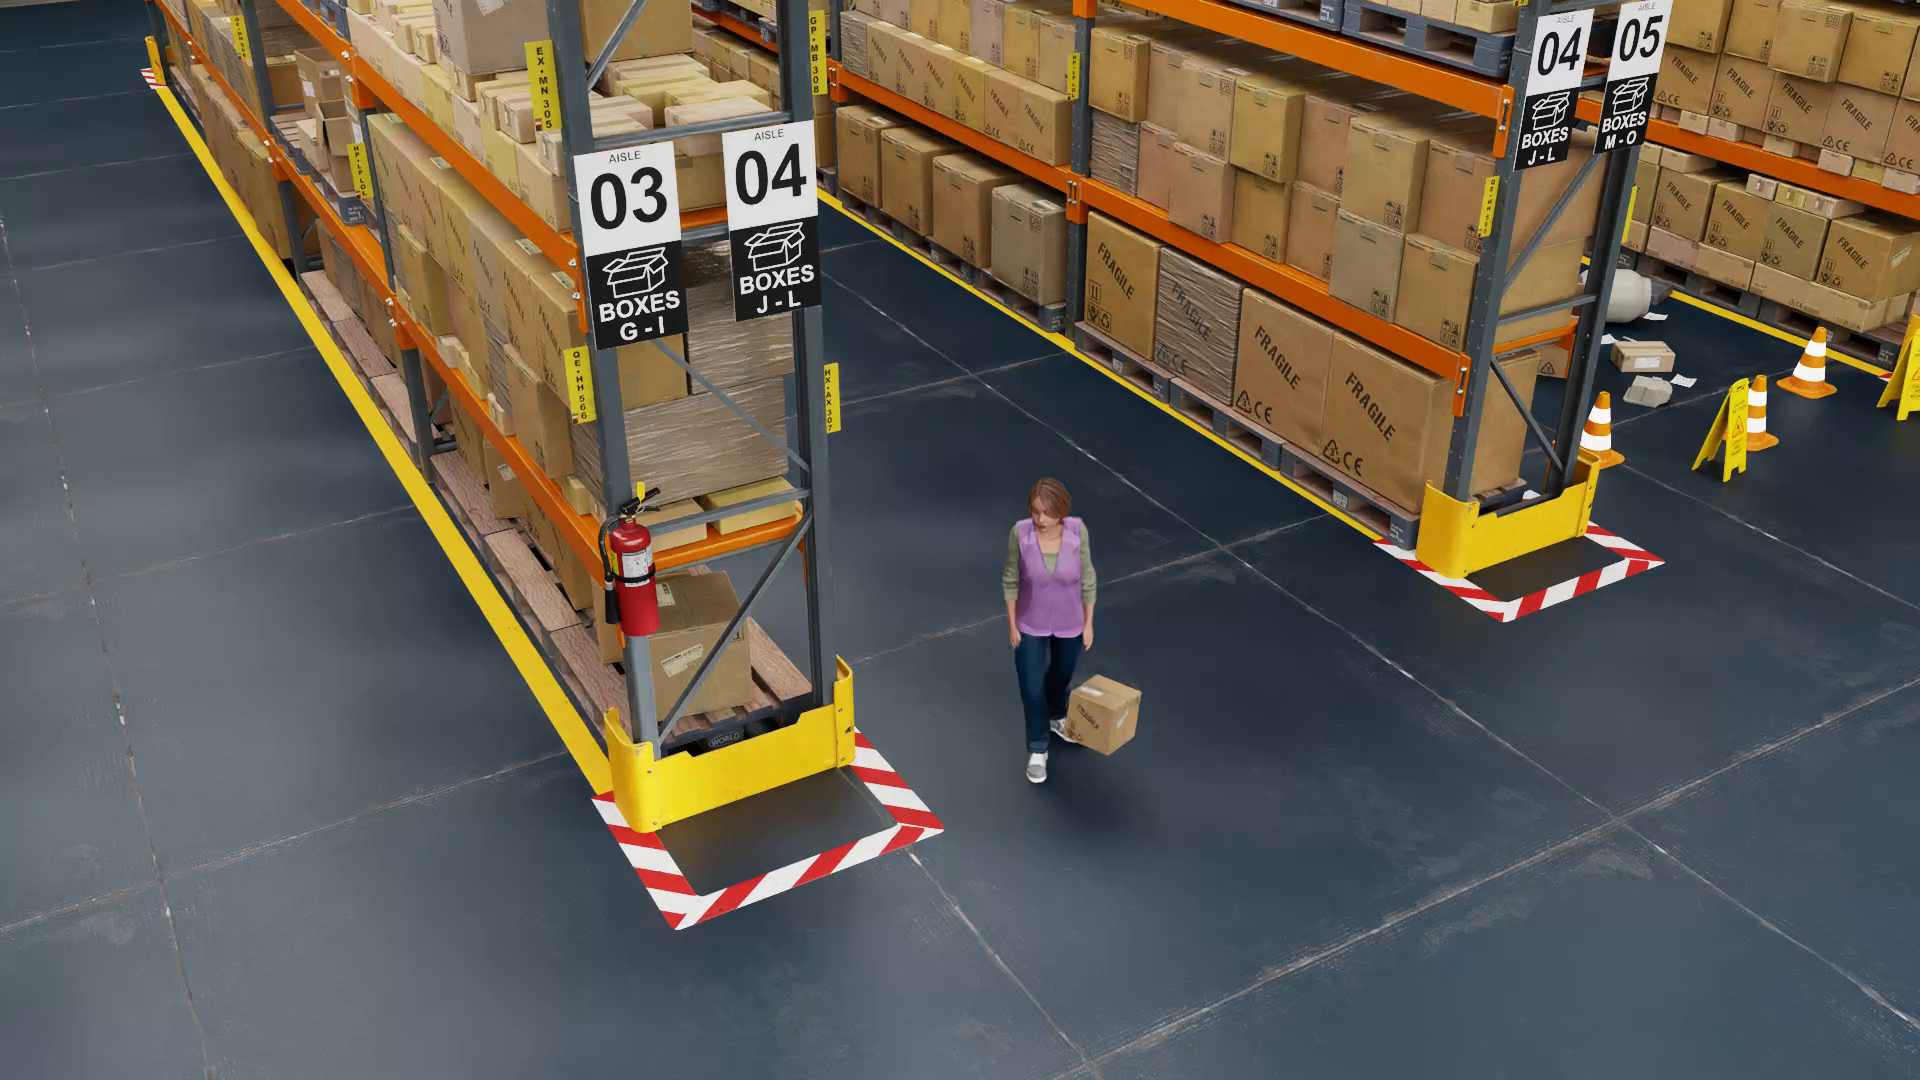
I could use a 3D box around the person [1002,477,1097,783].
[{"bbox_3d":[0.414,0.377,7.893,0.442,1.586,0.511,-2,29,-4],"label":"person"}]
